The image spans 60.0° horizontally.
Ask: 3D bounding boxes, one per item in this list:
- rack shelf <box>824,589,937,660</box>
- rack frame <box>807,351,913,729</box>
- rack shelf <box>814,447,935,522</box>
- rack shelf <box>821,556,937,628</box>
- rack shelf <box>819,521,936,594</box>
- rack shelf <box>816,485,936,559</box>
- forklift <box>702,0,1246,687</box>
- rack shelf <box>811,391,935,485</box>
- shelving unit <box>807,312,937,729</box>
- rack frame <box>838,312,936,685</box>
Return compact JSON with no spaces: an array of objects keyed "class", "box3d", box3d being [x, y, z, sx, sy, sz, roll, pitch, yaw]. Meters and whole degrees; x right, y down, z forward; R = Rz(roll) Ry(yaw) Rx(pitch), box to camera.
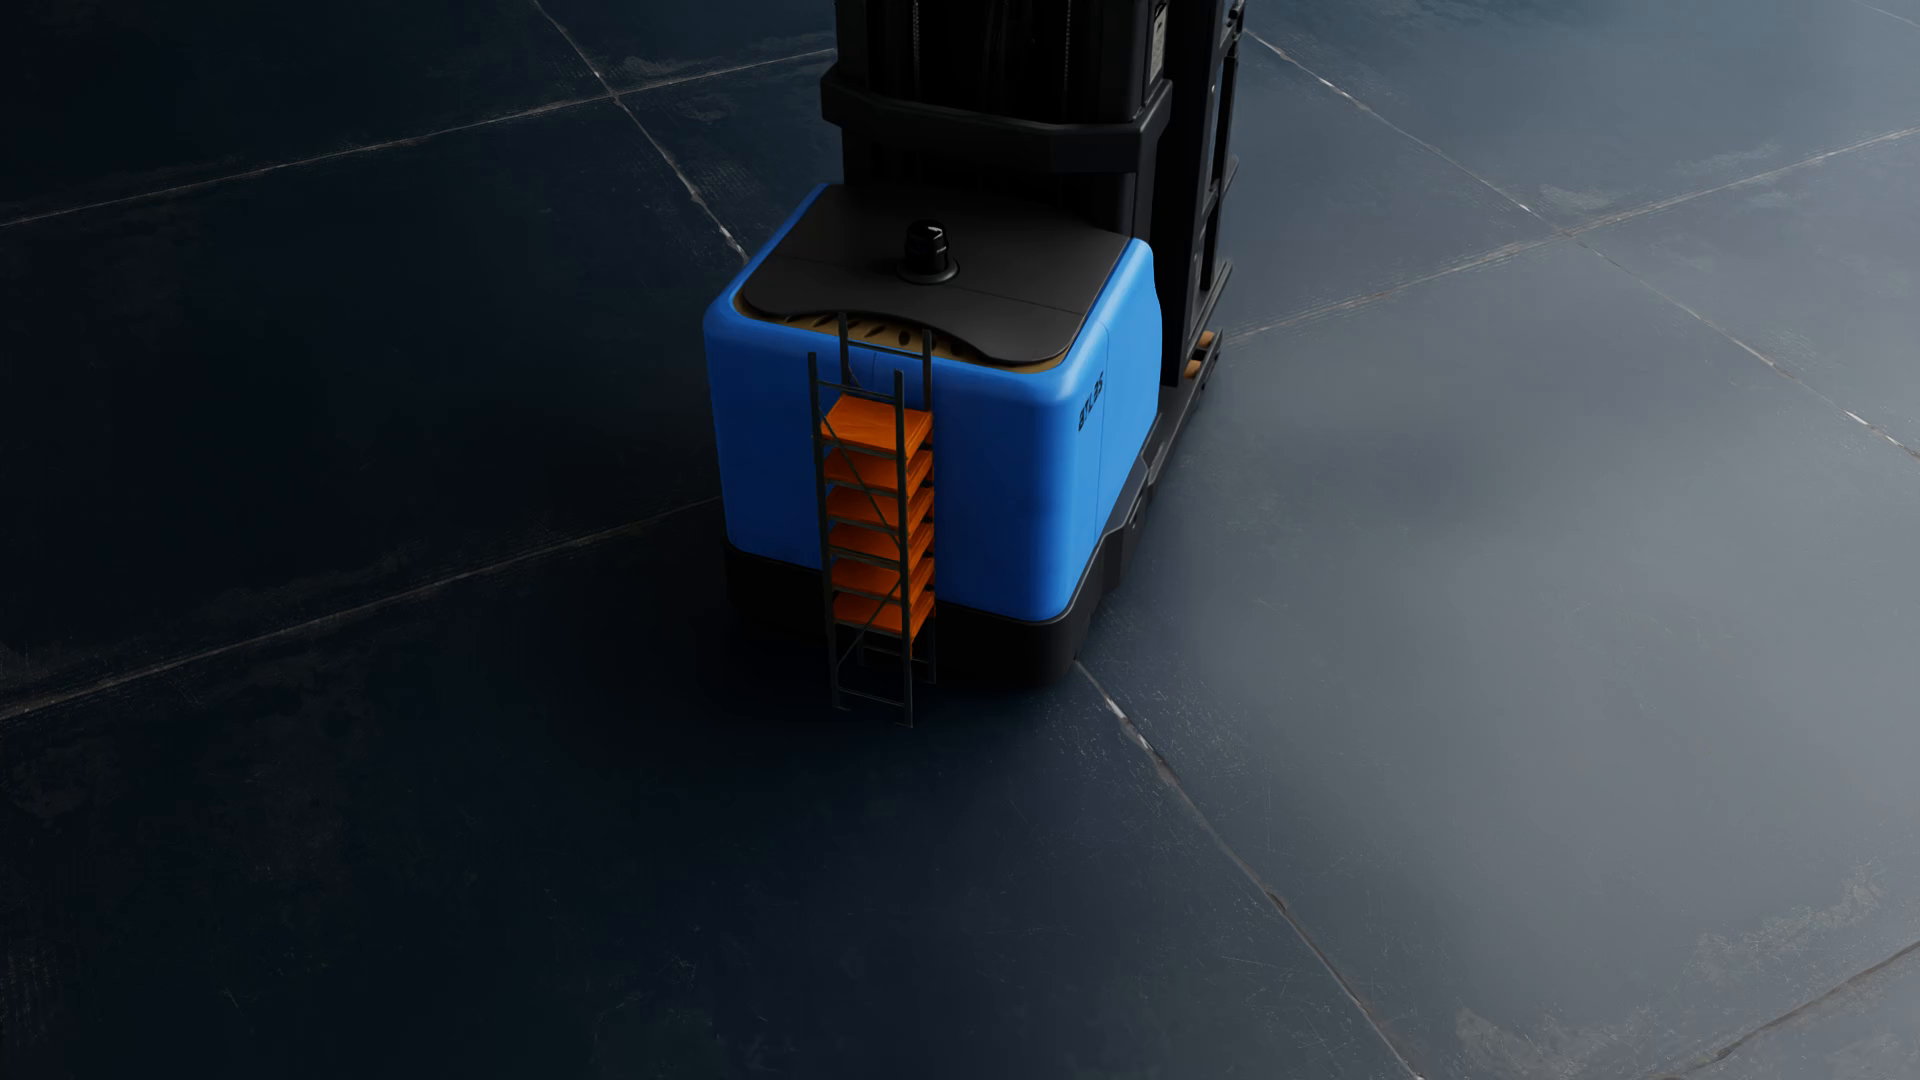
[{"class":"rack shelf","box3d":[-0.215,0.202,4.523,0.258,0.103,0.180,13,42,15]},{"class":"rack frame","box3d":[-0.246,0.040,4.273,0.240,1.200,0.006,13,42,15]},{"class":"rack shelf","box3d":[-0.215,-0.164,4.213,0.258,0.103,0.180,13,42,15]},{"class":"rack shelf","box3d":[-0.215,0.110,4.445,0.258,0.103,0.180,13,42,15]},{"class":"rack shelf","box3d":[-0.215,0.019,4.368,0.258,0.103,0.180,13,42,15]},{"class":"rack shelf","box3d":[-0.215,-0.073,4.290,0.258,0.103,0.180,13,42,15]},{"class":"forklift","box3d":[0.294,-1.666,4.950,1.130,2.935,3.031,13,42,15]},{"class":"rack shelf","box3d":[-0.215,-0.256,4.135,0.258,0.103,0.180,13,42,15]},{"class":"shelving unit","box3d":[-0.215,-0.015,4.339,0.258,1.200,0.189,13,42,15]},{"class":"rack frame","box3d":[-0.183,-0.071,4.405,0.240,1.200,0.006,13,42,15]}]
